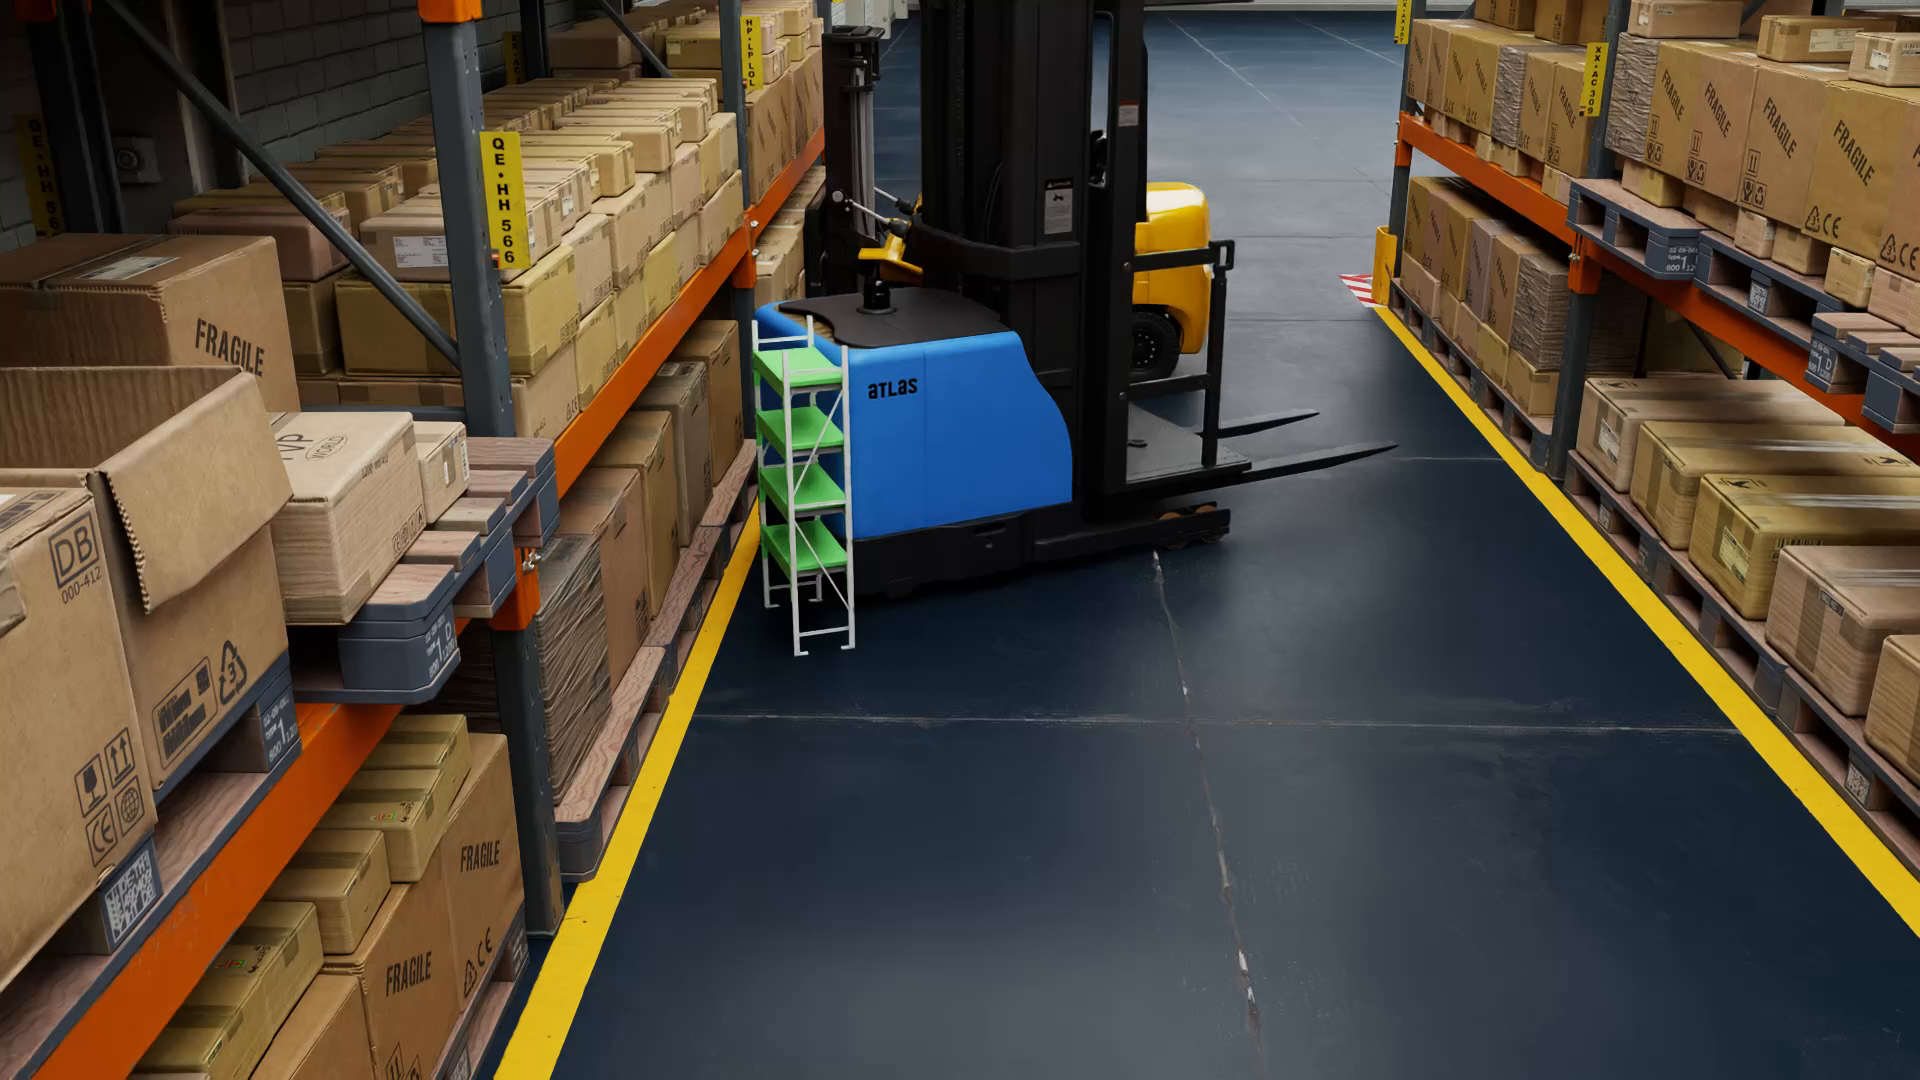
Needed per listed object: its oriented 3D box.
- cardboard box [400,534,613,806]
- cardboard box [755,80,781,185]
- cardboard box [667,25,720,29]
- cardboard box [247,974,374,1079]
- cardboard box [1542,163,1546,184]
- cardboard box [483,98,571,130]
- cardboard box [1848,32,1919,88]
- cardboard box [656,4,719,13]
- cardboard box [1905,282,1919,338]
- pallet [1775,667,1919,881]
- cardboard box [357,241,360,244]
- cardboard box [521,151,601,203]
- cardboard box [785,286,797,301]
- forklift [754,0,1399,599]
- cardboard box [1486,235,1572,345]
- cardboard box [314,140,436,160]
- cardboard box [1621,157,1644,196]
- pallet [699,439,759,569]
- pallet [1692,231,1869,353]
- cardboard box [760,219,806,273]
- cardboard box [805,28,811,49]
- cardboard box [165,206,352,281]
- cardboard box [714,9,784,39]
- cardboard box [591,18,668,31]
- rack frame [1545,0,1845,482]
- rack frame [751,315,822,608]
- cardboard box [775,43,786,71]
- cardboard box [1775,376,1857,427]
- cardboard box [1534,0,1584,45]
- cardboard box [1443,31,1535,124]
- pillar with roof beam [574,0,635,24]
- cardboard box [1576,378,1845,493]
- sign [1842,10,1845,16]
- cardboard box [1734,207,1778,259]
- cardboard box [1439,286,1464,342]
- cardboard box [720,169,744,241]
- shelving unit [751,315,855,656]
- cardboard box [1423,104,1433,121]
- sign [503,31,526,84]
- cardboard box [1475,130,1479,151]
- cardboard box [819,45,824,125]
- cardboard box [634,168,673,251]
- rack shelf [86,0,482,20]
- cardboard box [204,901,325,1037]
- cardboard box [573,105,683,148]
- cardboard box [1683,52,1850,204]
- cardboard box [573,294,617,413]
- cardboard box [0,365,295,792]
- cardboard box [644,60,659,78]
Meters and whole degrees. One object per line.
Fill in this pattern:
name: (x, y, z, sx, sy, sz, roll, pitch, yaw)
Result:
cardboard box: (-1.600, 0.376, 5.115, 0.875, 0.625, 0.625, 1, 21, 3)
cardboard box: (-1.237, -2.149, 8.782, 0.500, 0.500, 0.500, 1, 21, 3)
cardboard box: (-1.288, -2.543, 8.491, 0.380, 0.149, 0.250, 0, 21, 1)
cardboard box: (-1.470, 1.185, 3.203, 0.500, 0.500, 0.500, 2, 21, 4)
cardboard box: (3.242, -1.889, 8.598, 0.380, 0.149, 0.250, 1, 21, 2)
cardboard box: (-1.792, -1.701, 6.731, 0.380, 0.149, 0.250, 0, 21, 1)
cardboard box: (3.097, -1.535, 5.310, 0.380, 0.149, 0.250, 0, 21, -1)
cardboard box: (-1.654, -3.196, 10.173, 0.380, 0.149, 0.250, 1, 21, 3)
cardboard box: (3.002, -0.646, 4.813, 0.380, 0.149, 0.250, 0, 21, 1)
pallet: (3.354, 0.761, 5.276, 1.003, 0.211, 1.213, 1, 21, 2)
cardboard box: (-1.883, -0.823, 5.020, 0.500, 0.250, 0.500, 1, 21, 2)
cardboard box: (-1.367, -1.146, 5.302, 0.380, 0.149, 0.250, 1, 21, 2)
cardboard box: (-1.174, -1.257, 9.150, 0.500, 0.250, 0.500, 1, 21, 1)
forklift: (0.646, -1.480, 7.292, 3.031, 2.935, 1.130, -11, 24, -25)
cardboard box: (3.214, -1.367, 9.089, 0.500, 0.500, 0.500, 1, 21, 3)
cardboard box: (-1.912, -1.242, 5.547, 0.380, 0.149, 0.250, 0, 21, 1)
cardboard box: (3.118, -1.585, 7.234, 0.380, 0.149, 0.250, 1, 21, 2)
pallet: (-1.494, -0.189, 7.725, 1.003, 0.211, 1.213, 1, 21, 2)
pallet: (3.348, -0.883, 5.924, 1.003, 0.211, 1.213, 1, 21, 2)
cardboard box: (-1.153, -1.672, 9.530, 0.500, 0.250, 0.500, 1, 21, 3)
cardboard box: (-1.167, -3.237, 10.690, 0.380, 0.149, 0.250, 1, 21, 3)
cardboard box: (-1.825, -0.779, 4.354, 0.380, 0.149, 0.250, 1, 21, 3)
cardboard box: (-1.230, -3.003, 9.677, 0.380, 0.149, 0.250, 1, 21, 2)
cardboard box: (-1.787, -2.733, 8.980, 0.380, 0.149, 0.250, 0, 21, 1)
rack frame: (3.450, -1.703, 7.771, 1.000, 3.000, 0.127, 1, 21, 2)
rack frame: (-0.687, -0.297, 6.635, 0.240, 1.200, 0.015, -7, 22, -18)
cardboard box: (-1.171, -2.680, 9.254, 0.380, 0.149, 0.250, 0, 21, 0)
cardboard box: (4.843, -0.911, 9.182, 0.500, 0.500, 0.500, 18, 27, 38)
cardboard box: (3.685, -3.066, 9.353, 0.700, 0.500, 0.500, 1, 21, 1)
cardboard box: (3.254, -2.795, 10.035, 0.500, 0.500, 0.500, 0, 21, 1)
pillar with roof beam: (1.992, -5.710, 9.805, 9.100, 9.000, 0.400, 1, 21, 2)
cardboard box: (3.437, -0.484, 7.681, 0.950, 0.372, 0.625, 1, 21, 2)
sign: (4.005, -2.238, 7.549, 0.100, 0.325, 0.005, 1, 21, 2)
cardboard box: (3.050, -1.114, 6.020, 0.380, 0.149, 0.250, 1, 21, 4)
cardboard box: (3.244, -1.392, 10.191, 0.500, 0.250, 0.500, 2, 21, 5)
cardboard box: (-1.265, -1.501, 7.458, 0.500, 0.250, 0.500, 1, 21, 3)
shelving unit: (-0.605, -0.214, 6.421, 0.258, 1.200, 0.503, -7, 22, -18)
cardboard box: (3.355, -2.911, 11.233, 0.380, 0.149, 0.250, 1, 21, 2)
sign: (-2.066, -2.202, 7.751, 0.100, 0.325, 0.005, 1, 21, 2)
cardboard box: (3.259, -2.348, 9.782, 0.380, 0.149, 0.250, 0, 21, 0)
cardboard box: (-1.142, -3.068, 11.151, 0.500, 0.500, 0.500, 0, 21, 0)
cardboard box: (-1.334, -1.186, 5.954, 0.500, 0.250, 0.500, 1, 21, 2)
rack shelf: (-1.572, -2.096, 5.632, 1.077, 0.370, 4.000, 1, 21, 2)
cardboard box: (-1.477, 0.828, 3.228, 0.380, 0.149, 0.250, 1, 21, 3)
cardboard box: (-1.295, -1.607, 6.489, 0.380, 0.149, 0.250, 0, 21, 0)
cardboard box: (3.106, -1.558, 6.267, 0.500, 0.500, 0.500, 1, 21, 1)
cardboard box: (-1.355, -0.579, 5.083, 0.500, 0.250, 0.500, 0, 21, 0)
cardboard box: (-1.498, 0.039, 2.559, 0.797, 0.503, 0.637, 0, 21, 0)
cardboard box: (-1.769, -2.411, 8.560, 0.380, 0.149, 0.250, 1, 21, 3)
